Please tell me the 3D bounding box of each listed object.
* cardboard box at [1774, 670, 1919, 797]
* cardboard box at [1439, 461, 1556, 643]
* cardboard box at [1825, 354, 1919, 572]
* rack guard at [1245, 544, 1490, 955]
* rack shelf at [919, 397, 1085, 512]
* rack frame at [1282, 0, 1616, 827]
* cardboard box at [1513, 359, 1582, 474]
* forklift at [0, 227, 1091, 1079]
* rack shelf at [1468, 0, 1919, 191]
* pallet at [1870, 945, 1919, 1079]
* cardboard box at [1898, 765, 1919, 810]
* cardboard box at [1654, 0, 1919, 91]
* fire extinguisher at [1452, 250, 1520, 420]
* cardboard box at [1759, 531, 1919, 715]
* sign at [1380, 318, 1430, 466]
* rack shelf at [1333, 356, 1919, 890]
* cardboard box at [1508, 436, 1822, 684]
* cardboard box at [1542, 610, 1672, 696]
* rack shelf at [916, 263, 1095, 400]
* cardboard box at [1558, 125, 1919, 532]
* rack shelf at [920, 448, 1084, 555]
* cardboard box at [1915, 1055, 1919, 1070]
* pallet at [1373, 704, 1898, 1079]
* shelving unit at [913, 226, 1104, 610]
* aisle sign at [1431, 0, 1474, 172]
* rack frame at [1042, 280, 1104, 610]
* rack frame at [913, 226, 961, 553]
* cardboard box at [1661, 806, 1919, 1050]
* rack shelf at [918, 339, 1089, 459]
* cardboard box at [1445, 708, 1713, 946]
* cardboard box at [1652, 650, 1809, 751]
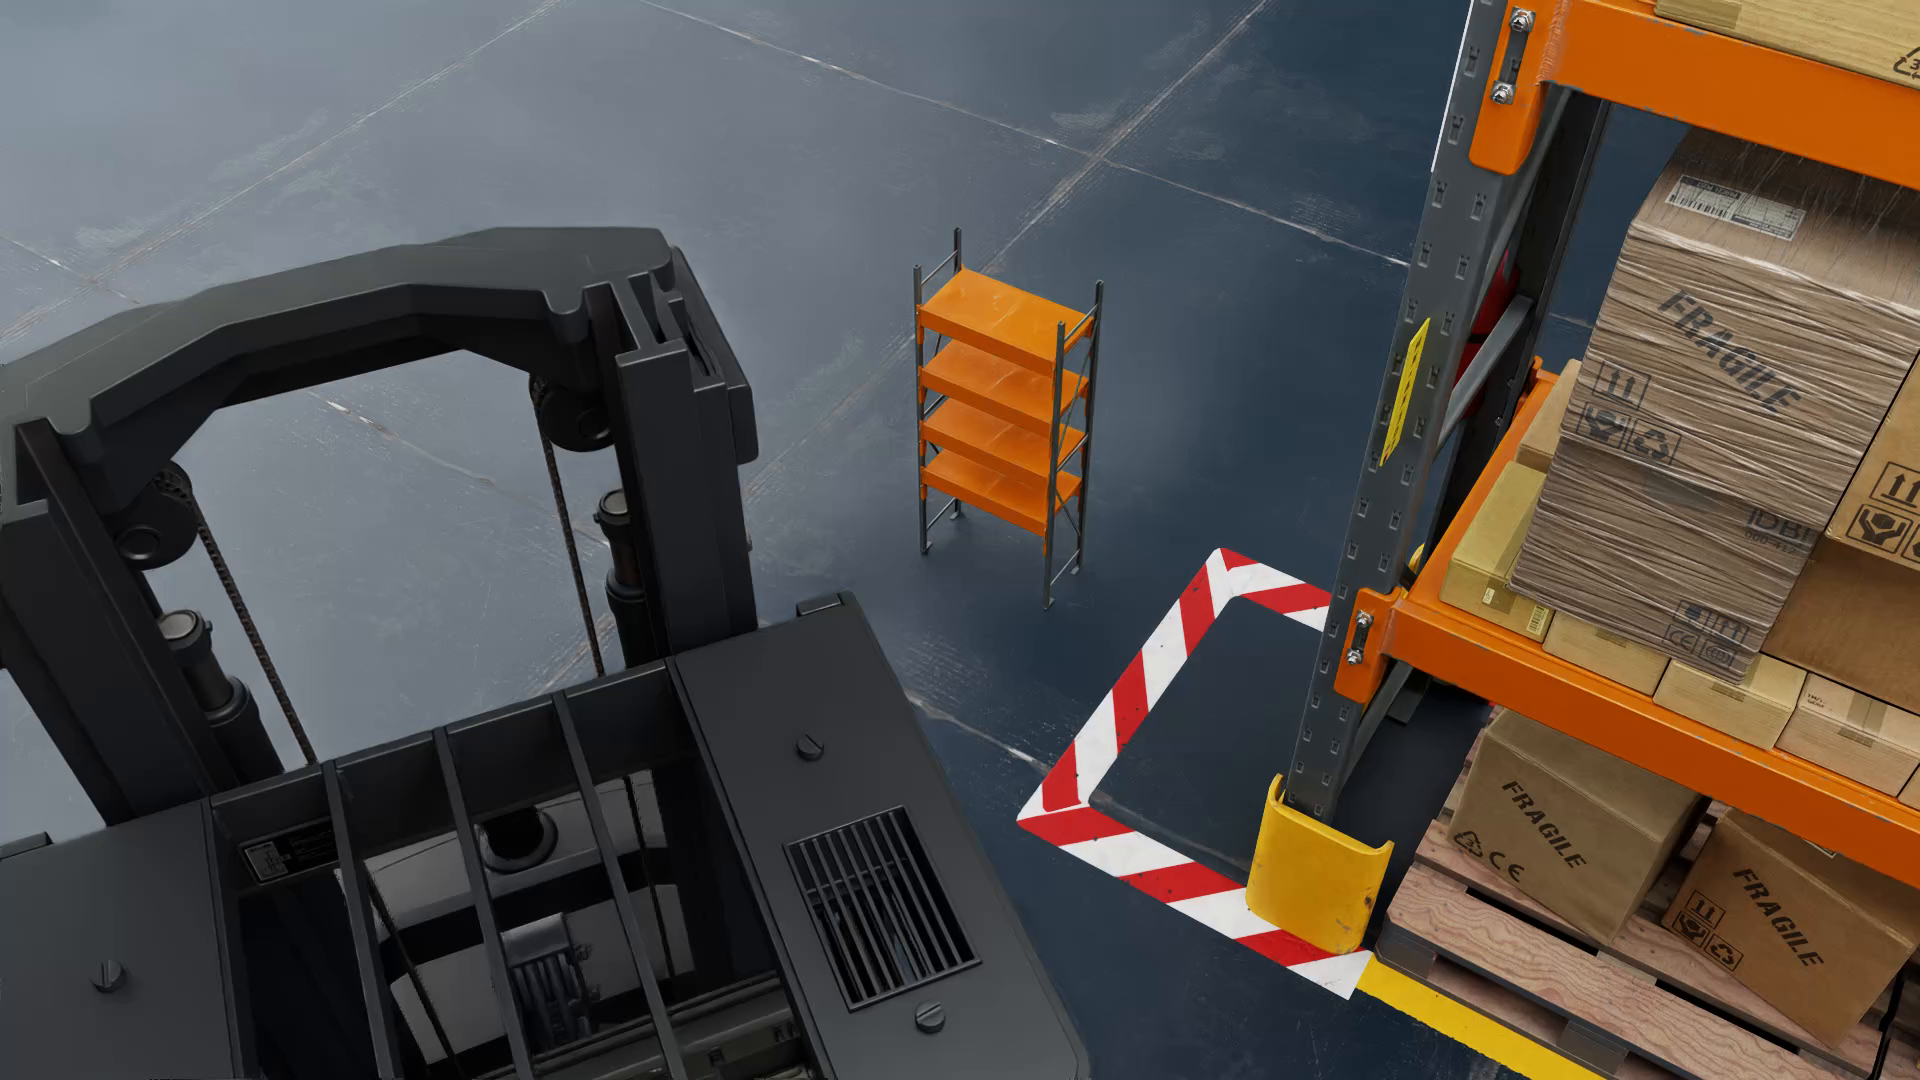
[{"bbox_3d":[1.922,0.320,3.523,0.250,0.149,0.380,25,51,22],"label":"cardboard box"},{"bbox_3d":[1.298,0.022,3.813,0.250,0.149,0.380,25,51,22],"label":"cardboard box"},{"bbox_3d":[1.919,-0.232,2.909,0.500,0.500,0.500,25,51,22],"label":"cardboard box"},{"bbox_3d":[1.250,0.580,4.838,0.348,0.500,1.175,25,51,22],"label":"rack guard"},{"bbox_3d":[0.139,-0.307,5.306,0.480,0.148,0.258,25,51,22],"label":"rack shelf"},{"bbox_3d":[1.186,-0.320,3.970,0.127,3.000,1.000,25,51,22],"label":"rack frame"},{"bbox_3d":[1.538,-0.247,4.074,0.250,0.149,0.380,25,51,22],"label":"cardboard box"},{"bbox_3d":[-0.525,1.130,2.608,1.130,2.935,3.031,-17,48,-16],"label":"forklift"},{"bbox_3d":[2.870,-0.341,2.399,4.000,0.370,1.077,25,51,22],"label":"rack shelf"},{"bbox_3d":[2.938,1.490,4.155,1.213,0.211,1.003,25,51,22],"label":"pallet"},{"bbox_3d":[2.128,0.421,3.424,0.250,0.149,0.380,25,51,22],"label":"cardboard box"},{"bbox_3d":[1.452,-0.971,2.615,0.500,0.250,0.500,26,51,23],"label":"cardboard box"},{"bbox_3d":[1.339,-0.616,4.311,0.183,0.674,0.296,25,51,22],"label":"fire extinguisher"},{"bbox_3d":[2.120,-0.108,3.486,0.500,0.500,0.875,25,51,22],"label":"cardboard box"},{"bbox_3d":[0.894,-0.294,3.341,0.005,0.325,0.100,25,51,22],"label":"sign"},{"bbox_3d":[2.870,0.705,3.475,4.000,0.370,1.077,25,51,22],"label":"rack shelf"},{"bbox_3d":[1.635,-0.229,3.604,0.500,0.500,0.875,25,51,22],"label":"cardboard box"},{"bbox_3d":[1.498,0.130,3.707,0.250,0.149,0.380,25,51,22],"label":"cardboard box"},{"bbox_3d":[0.139,-0.628,4.976,0.480,0.148,0.258,25,51,22],"label":"rack shelf"},{"bbox_3d":[1.502,-0.430,3.102,0.500,0.500,0.500,25,51,22],"label":"cardboard box"},{"bbox_3d":[0.139,-0.169,5.448,0.480,0.148,0.258,25,51,22],"label":"rack shelf"},{"bbox_3d":[2.741,1.121,4.019,0.500,0.500,0.500,29,53,25],"label":"cardboard box"},{"bbox_3d":[1.915,1.017,4.615,1.213,0.211,1.003,25,51,22],"label":"pallet"},{"bbox_3d":[0.139,-0.354,5.257,0.503,1.200,0.258,25,51,22],"label":"shelving unit"},{"bbox_3d":[0.972,-1.069,2.885,0.004,0.787,0.394,25,51,22],"label":"aisle sign"},{"bbox_3d":[0.345,-0.260,5.166,0.015,1.200,0.240,25,51,22],"label":"rack frame"},{"bbox_3d":[-0.066,-0.449,5.349,0.015,1.200,0.240,25,51,22],"label":"rack frame"},{"bbox_3d":[2.225,0.867,4.266,0.500,0.500,0.500,-33,54,-28],"label":"cardboard box"},{"bbox_3d":[0.139,-0.463,5.145,0.480,0.148,0.258,25,51,22],"label":"rack shelf"},{"bbox_3d":[1.703,0.656,4.471,0.500,0.500,0.500,34,55,29],"label":"cardboard box"},{"bbox_3d":[1.700,0.236,3.604,0.250,0.149,0.380,25,51,22],"label":"cardboard box"}]
